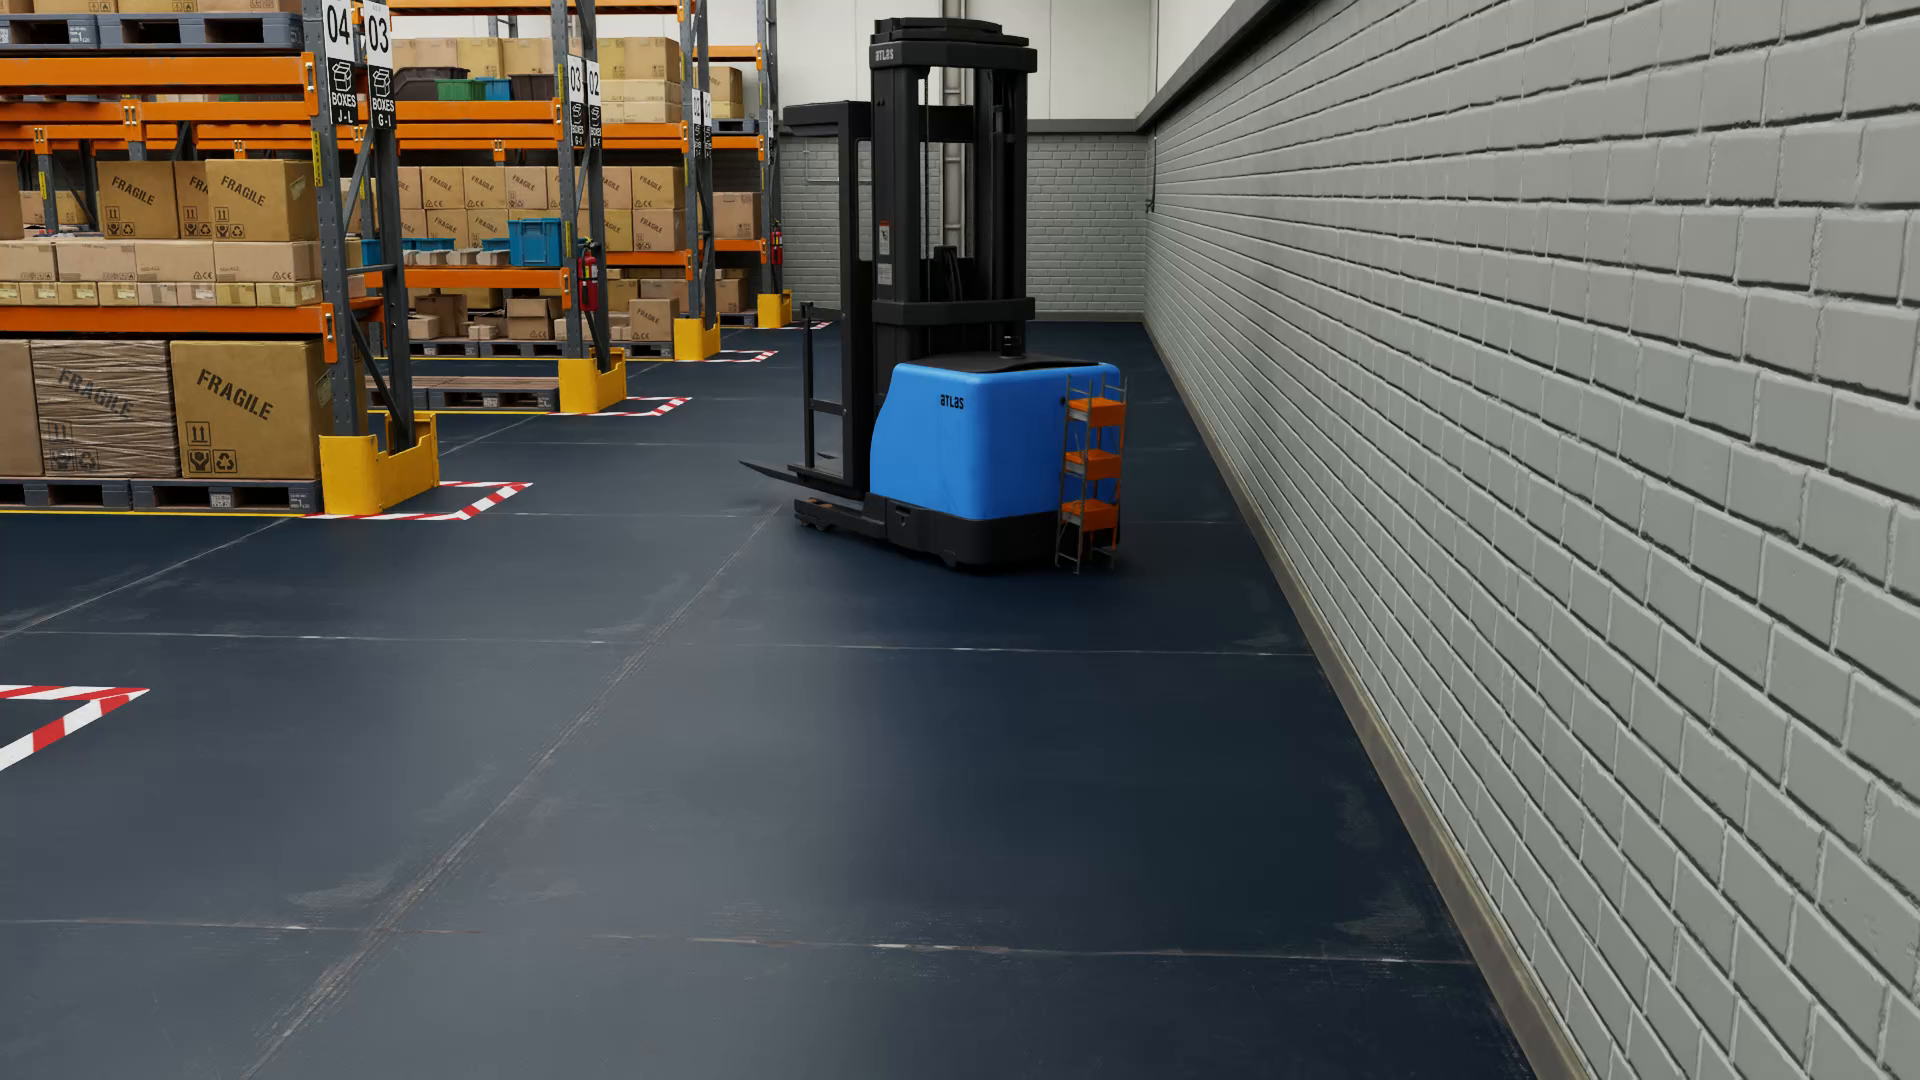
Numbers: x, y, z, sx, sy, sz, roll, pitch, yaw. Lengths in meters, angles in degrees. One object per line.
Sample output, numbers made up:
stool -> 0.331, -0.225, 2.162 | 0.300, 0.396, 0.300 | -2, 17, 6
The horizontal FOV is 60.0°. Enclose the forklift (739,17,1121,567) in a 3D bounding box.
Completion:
forklift -> -0.357, -1.539, 9.968 | 1.130, 2.935, 3.031 | -8, 14, -34

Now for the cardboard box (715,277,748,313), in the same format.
cardboard box -> -3.569, -3.751, 25.455 | 0.500, 0.500, 0.700 | 1, 12, 4

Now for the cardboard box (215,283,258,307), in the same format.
cardboard box -> -4.494, -1.562, 10.524 | 0.250, 0.149, 0.380 | 1, 12, 4

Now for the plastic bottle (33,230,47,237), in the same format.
plastic bottle -> -8.641, -2.735, 15.638 | 0.185, 0.351, 0.144 | 1, 12, 4

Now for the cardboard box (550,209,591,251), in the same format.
cardboard box -> -4.672, -3.782, 20.278 | 0.500, 0.500, 0.500 | 1, 12, 4

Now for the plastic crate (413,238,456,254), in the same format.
plastic crate -> -5.064, -2.792, 16.054 | 0.300, 0.233, 0.416 | 1, 12, 4

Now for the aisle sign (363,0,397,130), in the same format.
aisle sign -> -3.765, -3.077, 10.804 | 0.004, 0.787, 0.394 | 1, 12, 4

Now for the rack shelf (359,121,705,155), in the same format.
rack shelf -> -5.187, -4.912, 20.354 | 4.000, 0.370, 1.077 | 1, 12, 4

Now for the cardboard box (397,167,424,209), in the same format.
cardboard box -> -6.731, -4.297, 20.300 | 0.500, 0.500, 0.500 | 1, 12, 5

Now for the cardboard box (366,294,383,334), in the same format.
cardboard box -> -7.649, -2.871, 21.198 | 0.500, 0.500, 0.500 | 0, 12, 1

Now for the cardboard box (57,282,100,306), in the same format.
cardboard box -> -5.513, -1.576, 10.591 | 0.250, 0.149, 0.380 | 1, 12, 4

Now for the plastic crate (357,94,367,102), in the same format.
plastic crate -> -5.605, -4.073, 15.232 | 0.530, 0.136, 0.437 | 1, 12, 4

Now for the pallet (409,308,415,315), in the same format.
pallet -> -8.851, -3.481, 25.896 | 1.213, 0.211, 1.003 | 1, 12, 4

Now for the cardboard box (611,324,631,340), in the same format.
cardboard box -> -4.149, -2.578, 20.611 | 0.250, 0.166, 0.380 | 1, 12, 4

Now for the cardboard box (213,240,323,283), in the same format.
cardboard box -> -4.359, -1.769, 10.539 | 0.500, 0.250, 0.500 | 1, 12, 3

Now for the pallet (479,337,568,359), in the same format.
pallet -> -5.277, -2.432, 20.880 | 1.213, 0.211, 1.003 | 1, 12, 4

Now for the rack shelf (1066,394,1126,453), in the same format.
rack shelf -> 0.713, -0.621, 8.802 | 0.240, 0.259, 0.215 | -9, 19, -35

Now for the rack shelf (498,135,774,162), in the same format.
rack shelf -> -4.860, -5.924, 25.192 | 4.000, 0.370, 1.077 | 1, 12, 4

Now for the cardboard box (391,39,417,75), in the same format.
cardboard box -> -6.695, -5.831, 20.304 | 0.500, 0.500, 0.700 | 1, 12, 4

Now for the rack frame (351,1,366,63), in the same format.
rack frame -> -7.183, -6.759, 20.104 | 0.127, 3.000, 1.000 | 1, 12, 4

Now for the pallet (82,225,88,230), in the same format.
pallet -> -12.824, -4.815, 25.927 | 1.213, 0.211, 1.003 | 1, 12, 4

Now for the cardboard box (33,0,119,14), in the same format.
cardboard box -> -5.452, -3.542, 10.534 | 0.500, 0.500, 0.700 | 0, 12, 0

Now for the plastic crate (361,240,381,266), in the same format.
plastic crate -> -5.593, -2.679, 15.514 | 0.300, 0.233, 0.416 | 1, 12, 4

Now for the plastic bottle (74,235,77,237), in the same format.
plastic bottle -> -8.741, -2.858, 16.391 | 0.133, 0.283, 0.061 | 1, 12, 4

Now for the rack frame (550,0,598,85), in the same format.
rack frame -> -3.526, -5.693, 15.005 | 0.127, 3.000, 1.000 | 1, 12, 4

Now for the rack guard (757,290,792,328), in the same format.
rack guard -> -2.840, -3.556, 25.549 | 0.348, 0.500, 1.175 | 1, 12, 4

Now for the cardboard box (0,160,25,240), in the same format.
cardboard box -> -6.377, -2.165, 10.601 | 0.500, 0.500, 0.500 | 0, 12, 2

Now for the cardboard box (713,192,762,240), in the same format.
cardboard box -> -3.374, -4.932, 25.287 | 0.700, 0.700, 0.980 | 1, 12, 6

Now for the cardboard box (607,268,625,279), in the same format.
cardboard box -> -5.266, -4.054, 25.319 | 0.250, 0.149, 0.380 | 0, 12, 2

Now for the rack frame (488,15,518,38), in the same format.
rack frame -> -6.855, -7.771, 24.942 | 0.127, 3.000, 1.000 | 1, 12, 4

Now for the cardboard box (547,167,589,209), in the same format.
cardboard box -> -4.676, -4.269, 20.166 | 0.500, 0.500, 0.500 | 1, 12, 5

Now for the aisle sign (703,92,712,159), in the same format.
aisle sign -> -3.104, -5.100, 20.472 | 0.004, 0.787, 0.394 | 1, 12, 4

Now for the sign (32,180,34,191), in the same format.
sign -> -14.804, -5.625, 26.503 | 0.005, 0.325, 0.100 | 1, 12, 4

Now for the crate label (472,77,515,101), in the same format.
crate label -> -4.425, -4.230, 15.703 | 0.502, 0.251, 0.408 | 1, 12, 4

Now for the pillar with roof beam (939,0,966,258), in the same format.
pillar with roof beam -> -0.400, -6.977, 21.144 | 0.400, 9.000, 9.100 | 1, 12, 4

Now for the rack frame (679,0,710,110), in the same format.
rack frame -> -3.192, -6.705, 19.842 | 0.127, 3.000, 1.000 | 1, 12, 4

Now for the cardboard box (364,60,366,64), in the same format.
cardboard box -> -7.680, -5.617, 20.452 | 0.600, 0.600, 0.600 | 0, 12, -2

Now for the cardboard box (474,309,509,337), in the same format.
cardboard box -> -5.847, -2.762, 21.139 | 0.500, 0.311, 0.500 | 1, 12, 4

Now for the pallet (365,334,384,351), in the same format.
pallet -> -7.997, -2.461, 21.020 | 1.213, 0.211, 1.003 | 1, 12, 4

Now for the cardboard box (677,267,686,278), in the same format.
cardboard box -> -4.186, -4.118, 25.625 | 0.250, 0.149, 0.380 | 1, 12, 4

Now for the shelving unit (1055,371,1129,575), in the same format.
shelving unit -> 0.700, -0.358, 8.876 | 0.252, 1.050, 0.215 | -9, 19, -35

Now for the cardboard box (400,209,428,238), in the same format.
cardboard box -> -6.692, -3.809, 20.408 | 0.500, 0.500, 0.500 | 1, 12, 5

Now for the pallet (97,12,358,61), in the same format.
pallet -> -4.598, -3.177, 10.522 | 1.213, 0.211, 1.003 | 1, 12, 4

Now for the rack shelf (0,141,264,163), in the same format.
rack shelf -> -12.842, -6.033, 25.715 | 4.000, 0.370, 1.077 | 1, 12, 4

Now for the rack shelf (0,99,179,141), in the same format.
rack shelf -> -9.513, -3.955, 15.778 | 4.000, 0.370, 1.077 | 1, 12, 4

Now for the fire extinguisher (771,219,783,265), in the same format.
fire extinguisher -> -2.745, -4.464, 24.880 | 0.183, 0.674, 0.296 | 1, 12, 4

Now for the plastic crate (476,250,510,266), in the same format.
plastic crate -> -4.352, -2.631, 15.516 | 0.243, 0.136, 0.396 | 1, 12, 4

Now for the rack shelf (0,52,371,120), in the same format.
rack shelf -> -5.853, -2.888, 10.679 | 4.000, 0.370, 1.077 | 1, 12, 4

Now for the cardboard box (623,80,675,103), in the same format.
cardboard box -> -3.721, -5.363, 19.898 | 0.500, 0.250, 0.500 | 1, 12, 4

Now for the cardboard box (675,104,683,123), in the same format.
cardboard box -> -3.687, -5.222, 20.446 | 0.500, 0.250, 0.500 | 1, 12, 4

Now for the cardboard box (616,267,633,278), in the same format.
cardboard box -> -5.207, -4.132, 25.690 | 0.250, 0.149, 0.380 | 1, 12, 4

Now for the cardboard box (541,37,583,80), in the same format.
cardboard box -> -4.705, -5.788, 20.098 | 0.500, 0.500, 0.700 | 1, 12, 4

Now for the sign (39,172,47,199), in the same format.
sign -> -11.207, -4.331, 20.319 | 0.005, 0.325, 0.100 | 1, 12, 4

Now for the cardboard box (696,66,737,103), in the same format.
cardboard box -> -3.613, -6.751, 24.654 | 0.500, 0.500, 0.500 | 1, 12, 4

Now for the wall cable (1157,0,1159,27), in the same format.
wall cable -> 2.574, -7.966, 21.120 | 0.112, 2.526, 3.097 | 1, 12, 4

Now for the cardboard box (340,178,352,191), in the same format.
cardboard box -> -9.375, -5.389, 25.353 | 0.500, 0.250, 0.500 | 1, 12, 4
